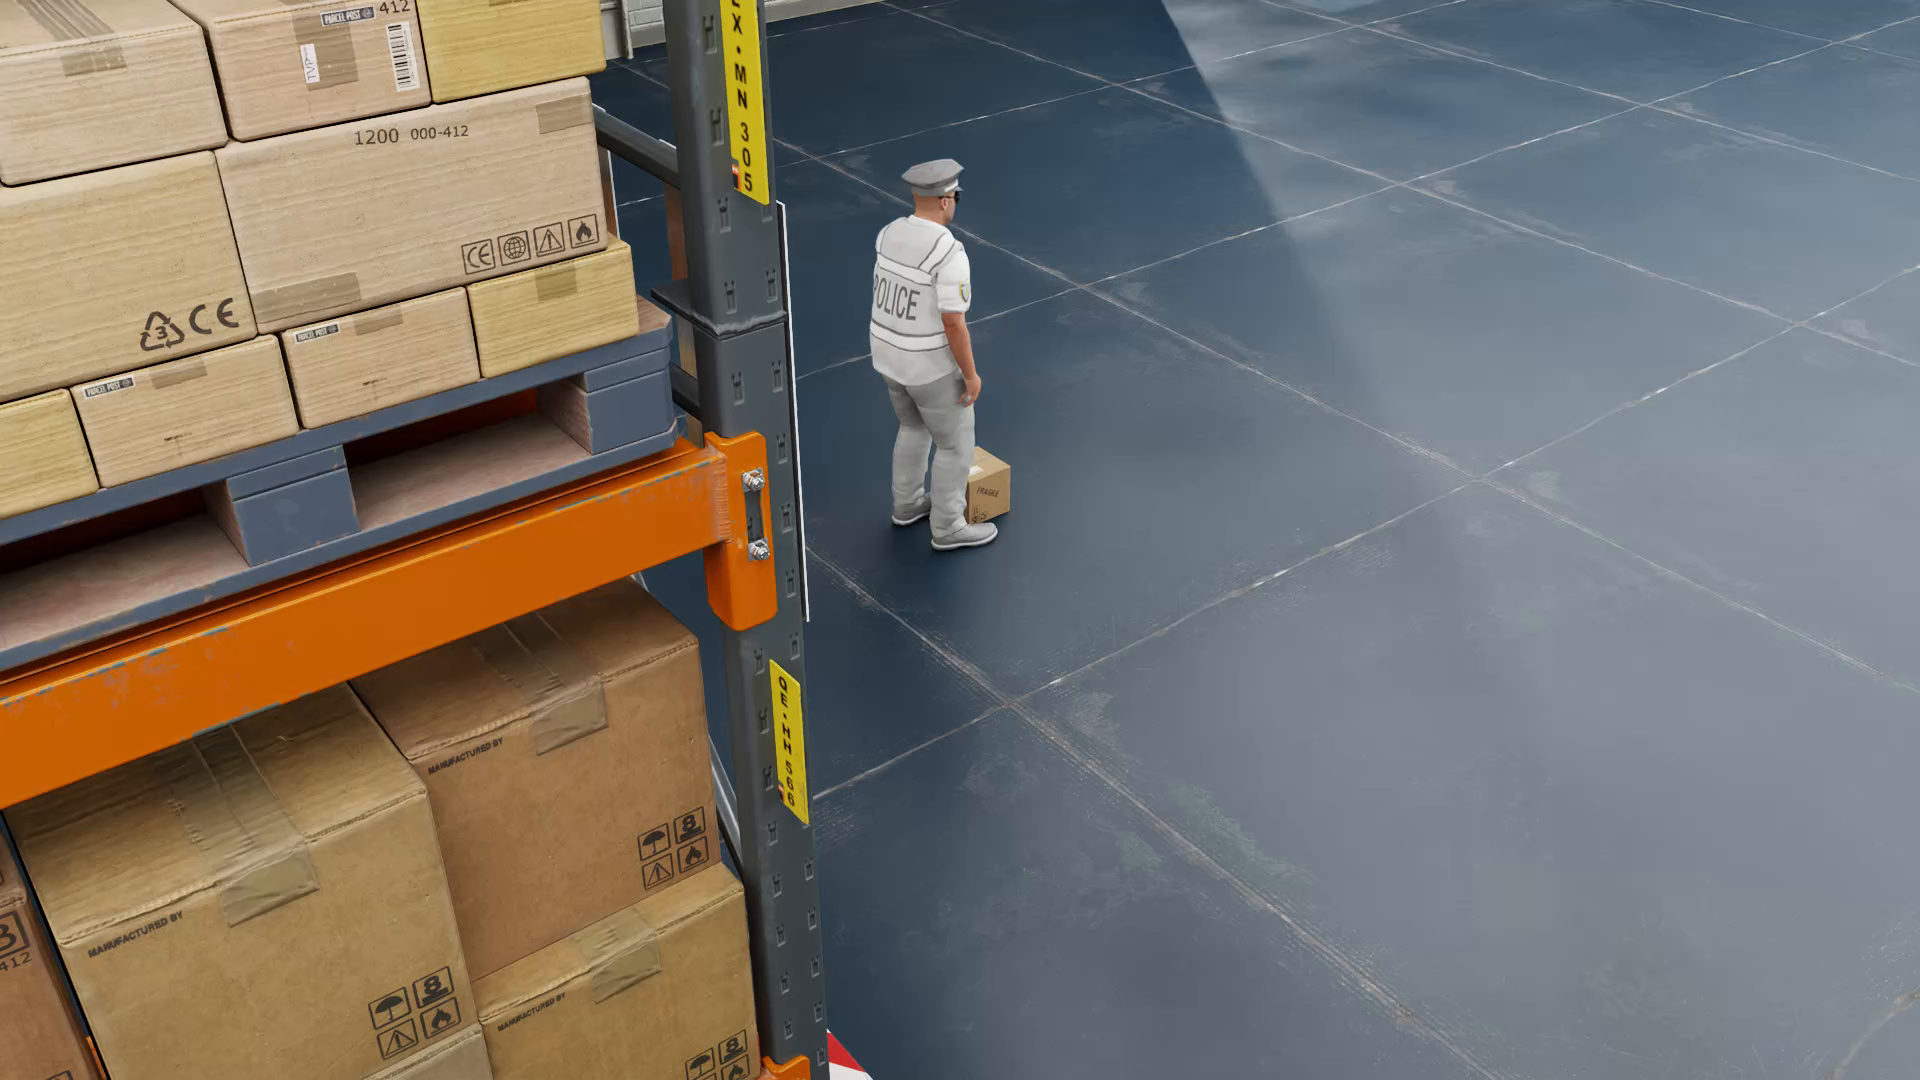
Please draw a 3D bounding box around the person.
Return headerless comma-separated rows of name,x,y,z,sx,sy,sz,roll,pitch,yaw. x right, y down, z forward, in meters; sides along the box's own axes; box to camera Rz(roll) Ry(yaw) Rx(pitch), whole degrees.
person,-0.152,-0.800,7.412,0.437,1.747,0.600,-25,40,-34
